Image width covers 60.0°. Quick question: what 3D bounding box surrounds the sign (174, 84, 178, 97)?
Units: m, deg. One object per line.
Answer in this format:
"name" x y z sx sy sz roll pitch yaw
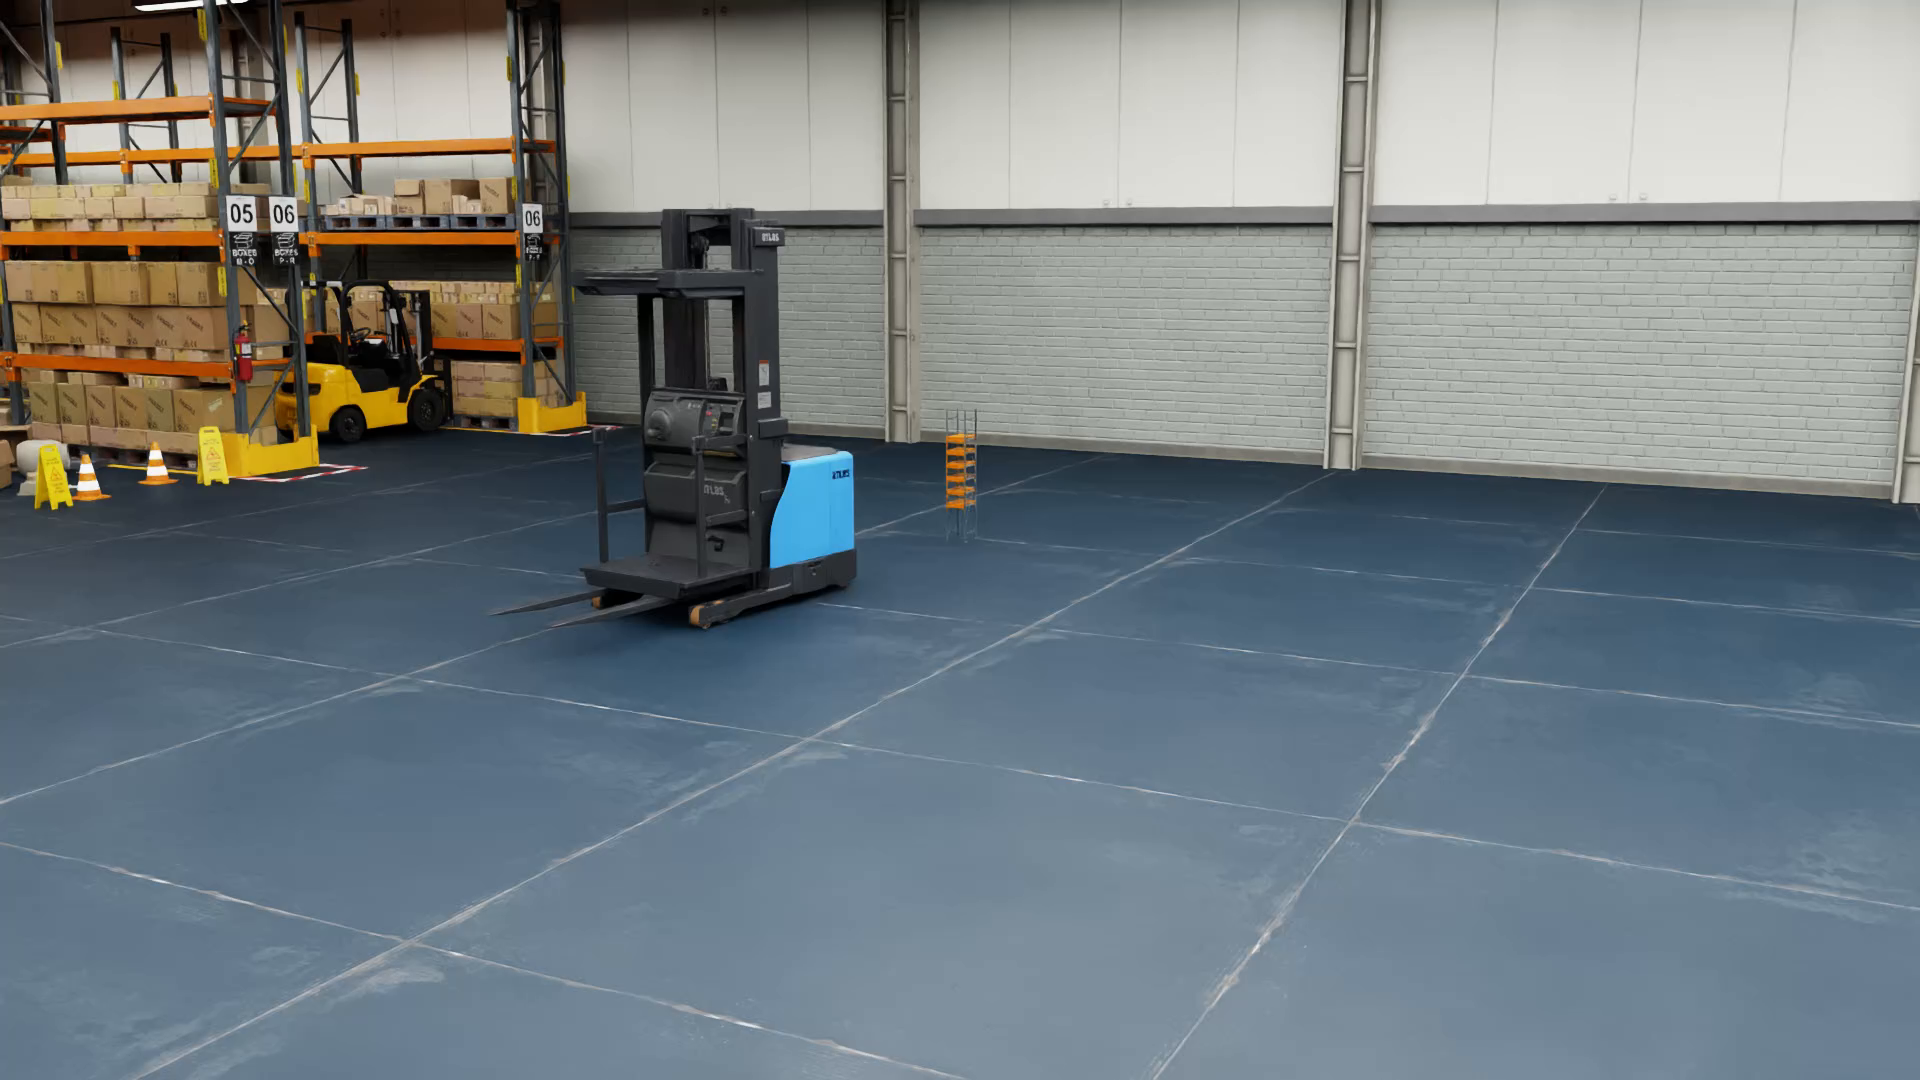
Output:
"sign" -12.860 -7.302 27.239 0.005 0.325 0.100 5 11 26

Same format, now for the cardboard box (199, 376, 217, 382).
"cardboard box" -11.959 -2.660 26.992 0.625 0.625 0.875 5 12 28

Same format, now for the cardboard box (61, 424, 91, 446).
"cardboard box" -10.815 -1.339 20.746 0.500 0.250 0.500 6 12 29

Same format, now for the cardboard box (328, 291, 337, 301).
"cardboard box" -9.346 -3.709 25.200 0.250 0.149 0.380 5 11 25

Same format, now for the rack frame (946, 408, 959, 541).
"rack frame" -0.069 -0.596 15.157 0.006 1.200 0.240 5 11 26

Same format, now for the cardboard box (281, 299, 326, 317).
"cardboard box" -10.069 -3.578 25.595 0.500 0.250 0.500 5 11 25

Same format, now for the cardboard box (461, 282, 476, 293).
"cardboard box" -7.014 -3.664 24.117 0.250 0.149 0.380 5 11 26

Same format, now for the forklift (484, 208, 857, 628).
"forklift" -2.075 -0.912 12.038 1.130 2.935 3.031 7 12 34

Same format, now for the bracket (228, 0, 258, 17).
"bracket" -11.319 -8.398 26.258 0.430 0.232 0.235 5 11 26

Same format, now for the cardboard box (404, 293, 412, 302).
"cardboard box" -7.968 -3.584 24.509 0.250 0.149 0.380 5 11 25

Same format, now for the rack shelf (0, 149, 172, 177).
"rack shelf" -14.896 -6.282 27.815 4.000 0.370 1.077 5 11 26

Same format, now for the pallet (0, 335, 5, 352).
"pallet" -12.329 -2.604 21.734 1.213 0.211 1.003 5 11 26

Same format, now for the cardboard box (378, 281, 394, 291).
"cardboard box" -8.423 -3.773 24.715 0.250 0.149 0.380 5 11 25

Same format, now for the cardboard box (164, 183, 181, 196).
"cardboard box" -9.006 -4.068 19.326 0.250 0.149 0.380 5 11 25

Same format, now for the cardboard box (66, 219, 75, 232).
"cardboard box" -10.614 -3.823 20.215 0.250 0.149 0.380 5 11 24

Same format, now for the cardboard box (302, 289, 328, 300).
"cardboard box" -9.920 -3.768 25.524 0.250 0.149 0.380 5 12 28

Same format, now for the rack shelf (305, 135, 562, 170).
"rack shelf" -7.721 -5.652 24.332 4.000 0.370 1.077 5 11 26

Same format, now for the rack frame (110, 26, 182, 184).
"rack frame" -13.102 -6.675 26.845 0.127 3.000 1.000 5 11 26

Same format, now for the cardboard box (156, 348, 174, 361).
"cardboard box" -9.292 -2.213 19.739 0.250 0.149 0.380 5 12 27

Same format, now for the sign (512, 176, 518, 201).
"sign" -6.180 -4.880 23.084 0.005 0.325 0.100 5 11 26

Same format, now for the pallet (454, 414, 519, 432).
"pallet" -6.632 -1.774 24.440 1.213 0.211 1.003 5 11 26

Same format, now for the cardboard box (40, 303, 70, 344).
"cardboard box" -10.976 -2.695 20.585 0.500 0.500 0.500 5 11 26

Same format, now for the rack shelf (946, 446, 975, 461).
"rack shelf" 0.013 -0.782 15.082 0.180 0.103 0.258 5 11 26

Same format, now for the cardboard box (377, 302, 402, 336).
"cardboard box" -8.304 -3.302 24.774 0.500 0.500 0.500 5 11 25

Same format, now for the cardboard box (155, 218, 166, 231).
"cardboard box" -9.223 -3.707 19.572 0.250 0.149 0.380 5 11 26

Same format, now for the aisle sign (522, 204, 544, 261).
"aisle sign" -5.999 -4.320 23.377 0.004 0.787 0.394 5 11 26

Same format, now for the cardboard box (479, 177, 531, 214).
"cardboard box" -6.433 -4.870 23.551 0.500 0.500 0.500 5 12 28

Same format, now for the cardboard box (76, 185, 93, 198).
"cardboard box" -10.378 -4.189 19.996 0.250 0.149 0.380 5 11 25

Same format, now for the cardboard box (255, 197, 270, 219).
"cardboard box" -8.454 -3.930 19.688 0.500 0.250 0.500 5 11 25

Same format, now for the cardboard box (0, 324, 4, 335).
"cardboard box" -12.292 -2.694 21.221 0.250 0.149 0.380 5 11 27

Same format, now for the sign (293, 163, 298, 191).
"sign" -7.881 -4.292 19.648 0.005 0.325 0.100 5 11 26

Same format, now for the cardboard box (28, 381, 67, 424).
"cardboard box" -11.298 -1.748 20.901 0.500 0.500 0.500 6 12 29

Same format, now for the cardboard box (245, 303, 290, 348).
"cardboard box" -8.423 -2.577 19.930 0.500 0.500 0.500 5 11 25

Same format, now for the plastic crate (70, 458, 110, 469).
"plastic crate" -10.663 -0.924 20.109 0.583 0.080 0.402 1 10 6

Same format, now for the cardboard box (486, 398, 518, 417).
"cardboard box" -6.489 -1.933 24.029 0.500 0.250 0.500 5 11 26

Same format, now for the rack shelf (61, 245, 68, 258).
"rack shelf" -13.502 -3.895 21.924 4.000 0.370 1.077 5 11 26

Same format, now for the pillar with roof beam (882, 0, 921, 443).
"pillar with roof beam" -2.678 -5.083 18.049 0.400 9.000 9.100 5 11 26

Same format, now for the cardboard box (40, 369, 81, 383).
"cardboard box" -11.213 -2.048 20.736 0.250 0.149 0.380 5 11 27

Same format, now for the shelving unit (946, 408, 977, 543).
"shelving unit" 0.013 -0.589 15.117 0.189 1.200 0.258 5 11 26

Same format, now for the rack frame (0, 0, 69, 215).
"rack frame" -11.708 -5.567 20.722 0.127 3.000 1.000 5 11 26

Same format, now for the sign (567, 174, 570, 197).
"sign" -5.677 -5.126 24.031 0.005 0.325 0.100 5 11 26

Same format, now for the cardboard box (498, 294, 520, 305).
"cardboard box" -6.363 -3.444 23.733 0.250 0.149 0.380 5 11 27

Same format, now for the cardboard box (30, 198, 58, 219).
"cardboard box" -10.968 -4.046 20.326 0.500 0.250 0.500 5 11 25

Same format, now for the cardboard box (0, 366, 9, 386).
"cardboard box" -16.355 -2.941 28.897 0.500 0.500 0.500 6 12 28

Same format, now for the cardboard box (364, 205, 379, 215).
"cardboard box" -8.558 -4.872 24.549 0.250 0.149 0.380 5 12 28

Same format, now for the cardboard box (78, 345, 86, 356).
"cardboard box" -10.607 -2.347 20.478 0.250 0.149 0.380 5 11 26

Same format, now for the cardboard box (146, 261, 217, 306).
"cardboard box" -9.126 -3.034 19.647 0.500 0.500 0.700 5 11 26
